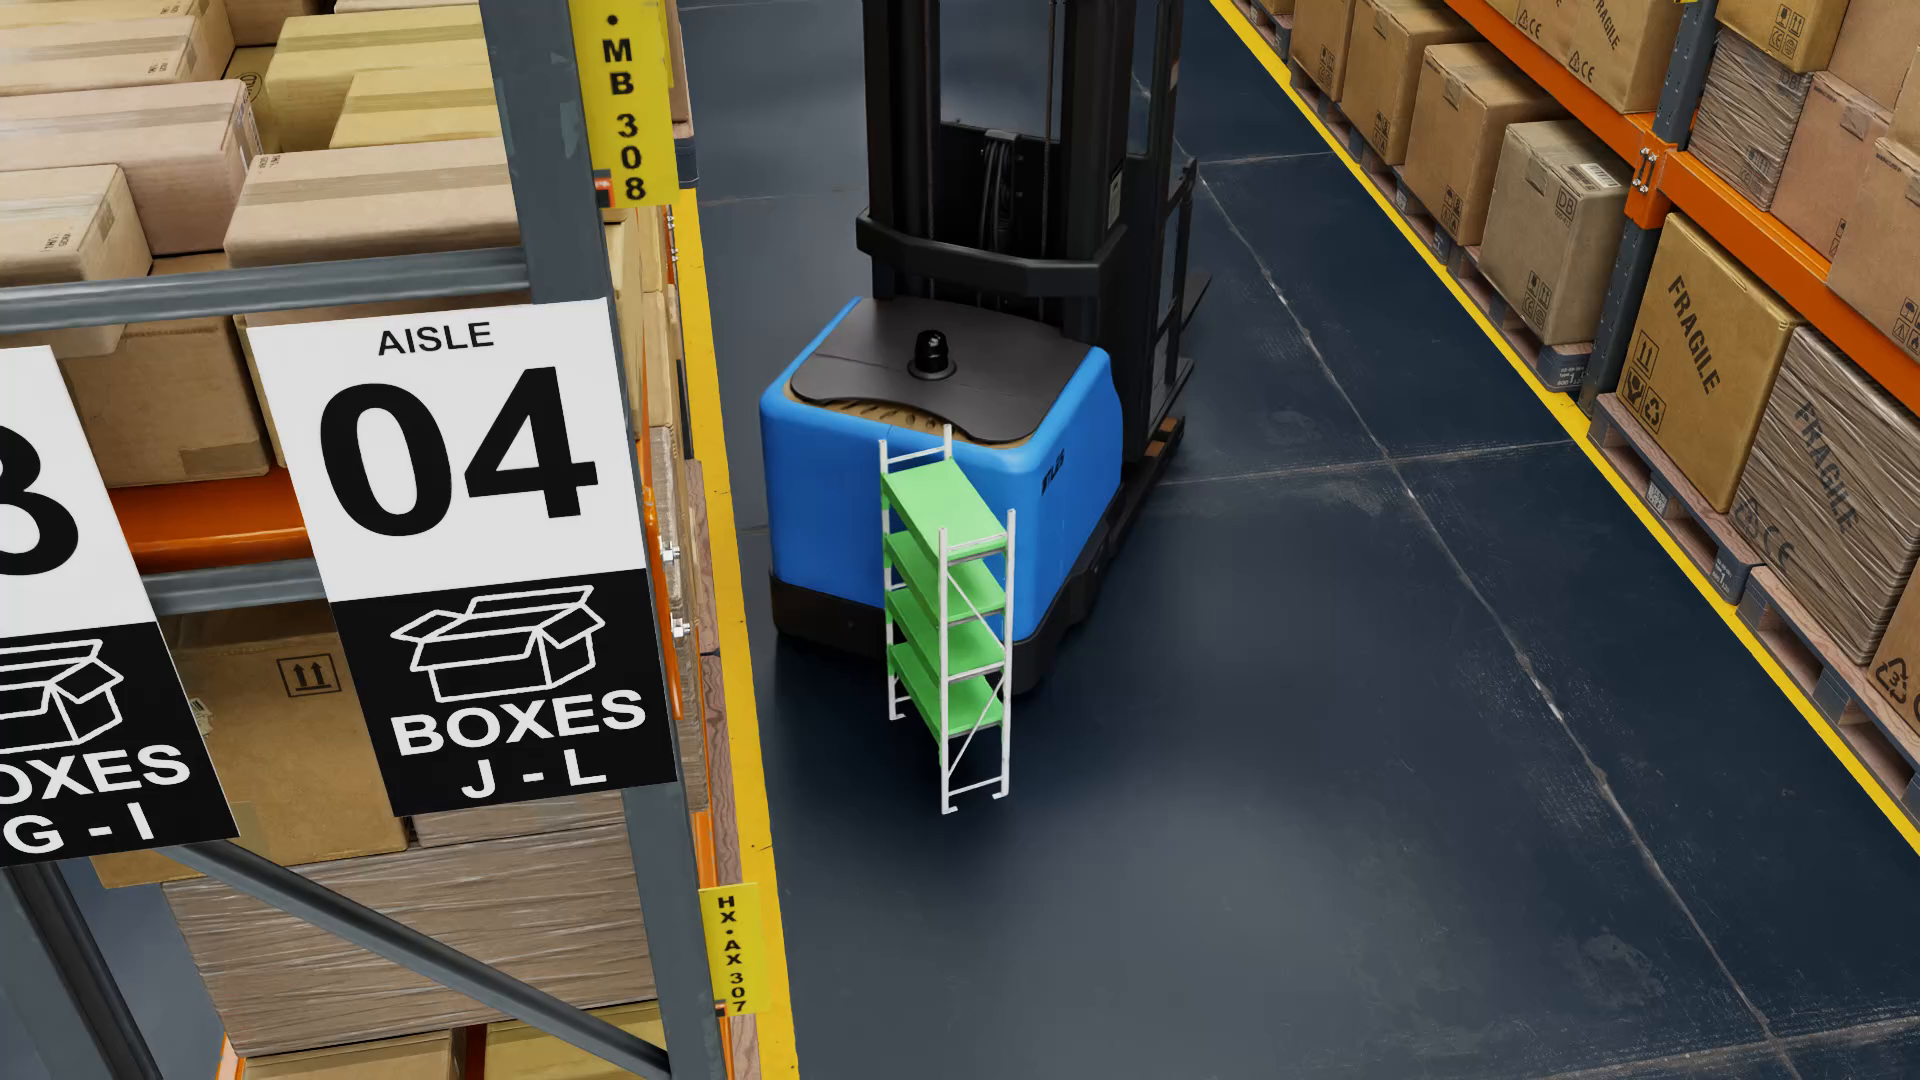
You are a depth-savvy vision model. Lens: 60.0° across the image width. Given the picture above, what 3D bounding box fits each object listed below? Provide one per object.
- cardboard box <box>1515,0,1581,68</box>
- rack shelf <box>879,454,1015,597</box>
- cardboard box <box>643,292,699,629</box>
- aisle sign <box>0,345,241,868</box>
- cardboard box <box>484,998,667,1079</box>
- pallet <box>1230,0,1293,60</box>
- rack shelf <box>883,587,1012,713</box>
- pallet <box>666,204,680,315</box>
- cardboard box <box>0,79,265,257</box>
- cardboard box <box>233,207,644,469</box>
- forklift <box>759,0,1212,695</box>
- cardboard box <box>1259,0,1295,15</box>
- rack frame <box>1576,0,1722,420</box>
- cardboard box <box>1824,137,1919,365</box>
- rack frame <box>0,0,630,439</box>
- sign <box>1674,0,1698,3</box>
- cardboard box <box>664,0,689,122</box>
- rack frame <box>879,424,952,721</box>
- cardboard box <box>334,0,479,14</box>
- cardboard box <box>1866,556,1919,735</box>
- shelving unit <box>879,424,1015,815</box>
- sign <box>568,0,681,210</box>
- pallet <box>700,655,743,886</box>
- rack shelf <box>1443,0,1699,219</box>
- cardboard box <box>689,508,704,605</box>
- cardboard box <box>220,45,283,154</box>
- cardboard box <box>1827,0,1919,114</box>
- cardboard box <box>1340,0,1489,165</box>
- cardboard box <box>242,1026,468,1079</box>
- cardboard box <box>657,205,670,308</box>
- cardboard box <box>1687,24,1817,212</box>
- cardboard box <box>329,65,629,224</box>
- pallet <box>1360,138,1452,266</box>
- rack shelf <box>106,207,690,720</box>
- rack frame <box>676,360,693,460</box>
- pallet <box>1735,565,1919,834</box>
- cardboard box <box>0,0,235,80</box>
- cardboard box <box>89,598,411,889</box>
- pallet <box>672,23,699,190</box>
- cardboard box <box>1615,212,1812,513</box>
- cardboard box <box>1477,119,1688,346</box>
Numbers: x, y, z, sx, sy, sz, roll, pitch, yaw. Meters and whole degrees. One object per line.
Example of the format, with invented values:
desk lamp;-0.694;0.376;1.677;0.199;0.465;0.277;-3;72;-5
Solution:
cardboard box;2.852;-2.443;7.368;0.500;0.500;0.500;-7;38;-8
rack shelf;-0.045;-0.053;5.162;0.258;0.148;0.480;-15;40;-18
cardboard box;-0.813;-0.139;3.345;0.500;0.500;0.500;-6;38;-8
aisle sign;-1.189;0.120;2.032;0.394;0.787;0.004;-6;38;-8
cardboard box;-0.720;0.978;3.250;0.380;0.149;0.250;-6;38;-8
pallet;2.458;-3.598;11.210;1.003;0.211;1.213;-6;38;-8
rack shelf;-0.045;0.326;5.456;0.258;0.148;0.480;-15;40;-18
pallet;-1.961;-1.446;8.440;1.003;0.211;1.213;-6;38;-8
cardboard box;-1.191;-0.510;2.314;0.380;0.149;0.250;-7;38;-9
cardboard box;-0.735;-0.367;2.455;0.500;0.250;0.500;-5;38;-7
forklift;0.330;-1.509;6.303;1.130;2.935;3.031;14;40;18
cardboard box;2.221;-3.776;10.860;0.500;0.500;0.500;-6;38;-8
rack frame;3.295;-1.811;6.637;1.000;3.000;0.127;-6;38;-8
cardboard box;3.469;-0.981;5.445;0.875;0.550;0.550;-6;38;-8
rack frame;-0.905;-1.292;1.078;1.000;3.000;0.127;-6;38;-8
sign;2.763;-2.173;6.223;0.100;0.325;0.005;-6;38;-8
cardboard box;-1.607;-2.237;6.353;1.000;1.000;1.000;-6;38;-8
rack frame;-0.140;0.138;5.594;0.240;1.200;0.015;-15;40;-18
cardboard box;-0.819;-0.875;2.784;0.380;0.149;0.250;-5;38;-6
cardboard box;3.656;0.344;5.252;0.875;0.875;0.875;-7;38;-9
shelving unit;-0.045;0.276;5.417;0.258;1.200;0.503;-15;40;-18
sign;-0.370;-0.511;1.806;0.100;0.325;0.005;-6;38;-8
pallet;-1.236;0.902;5.416;1.003;0.211;1.213;-6;38;-8
rack shelf;2.944;-2.735;8.412;1.077;0.370;4.000;-6;38;-8
cardboard box;-0.887;0.062;4.430;0.380;0.149;0.250;-6;38;-8
cardboard box;-1.330;-0.613;2.772;0.500;0.250;0.500;-6;38;-8
cardboard box;3.537;-1.751;5.556;0.875;0.550;0.550;-6;38;-8
cardboard box;2.769;-2.600;9.143;1.050;0.750;0.750;-6;38;-7
cardboard box;-1.158;1.026;3.189;0.380;0.149;0.250;-6;38;-8
cardboard box;-0.996;-0.742;4.122;0.500;0.500;0.500;-6;38;-8
cardboard box;3.372;-1.649;6.306;0.875;0.550;0.550;-6;38;-8
cardboard box;-0.675;-0.564;2.383;0.380;0.149;0.250;-5;38;-7
pallet;2.868;-1.907;9.032;1.003;0.211;1.213;-6;38;-8
rack shelf;-1.255;-1.031;3.774;1.077;0.370;4.000;-6;38;-8
rack frame;-1.606;-1.339;6.029;1.000;3.000;0.127;-6;38;-8
pallet;3.569;0.496;5.940;1.003;0.211;1.213;-6;38;-8
cardboard box;-1.414;-0.812;2.703;0.380;0.149;0.250;-6;38;-8
cardboard box;-1.244;0.220;2.883;0.500;0.500;0.500;-6;38;-8
pallet;-1.597;-1.741;6.702;1.003;0.211;1.213;-6;38;-8
cardboard box;3.336;-0.751;6.661;0.875;0.875;0.875;-6;38;-7
cardboard box;3.098;-1.454;7.668;1.050;0.750;0.750;-6;38;-8
